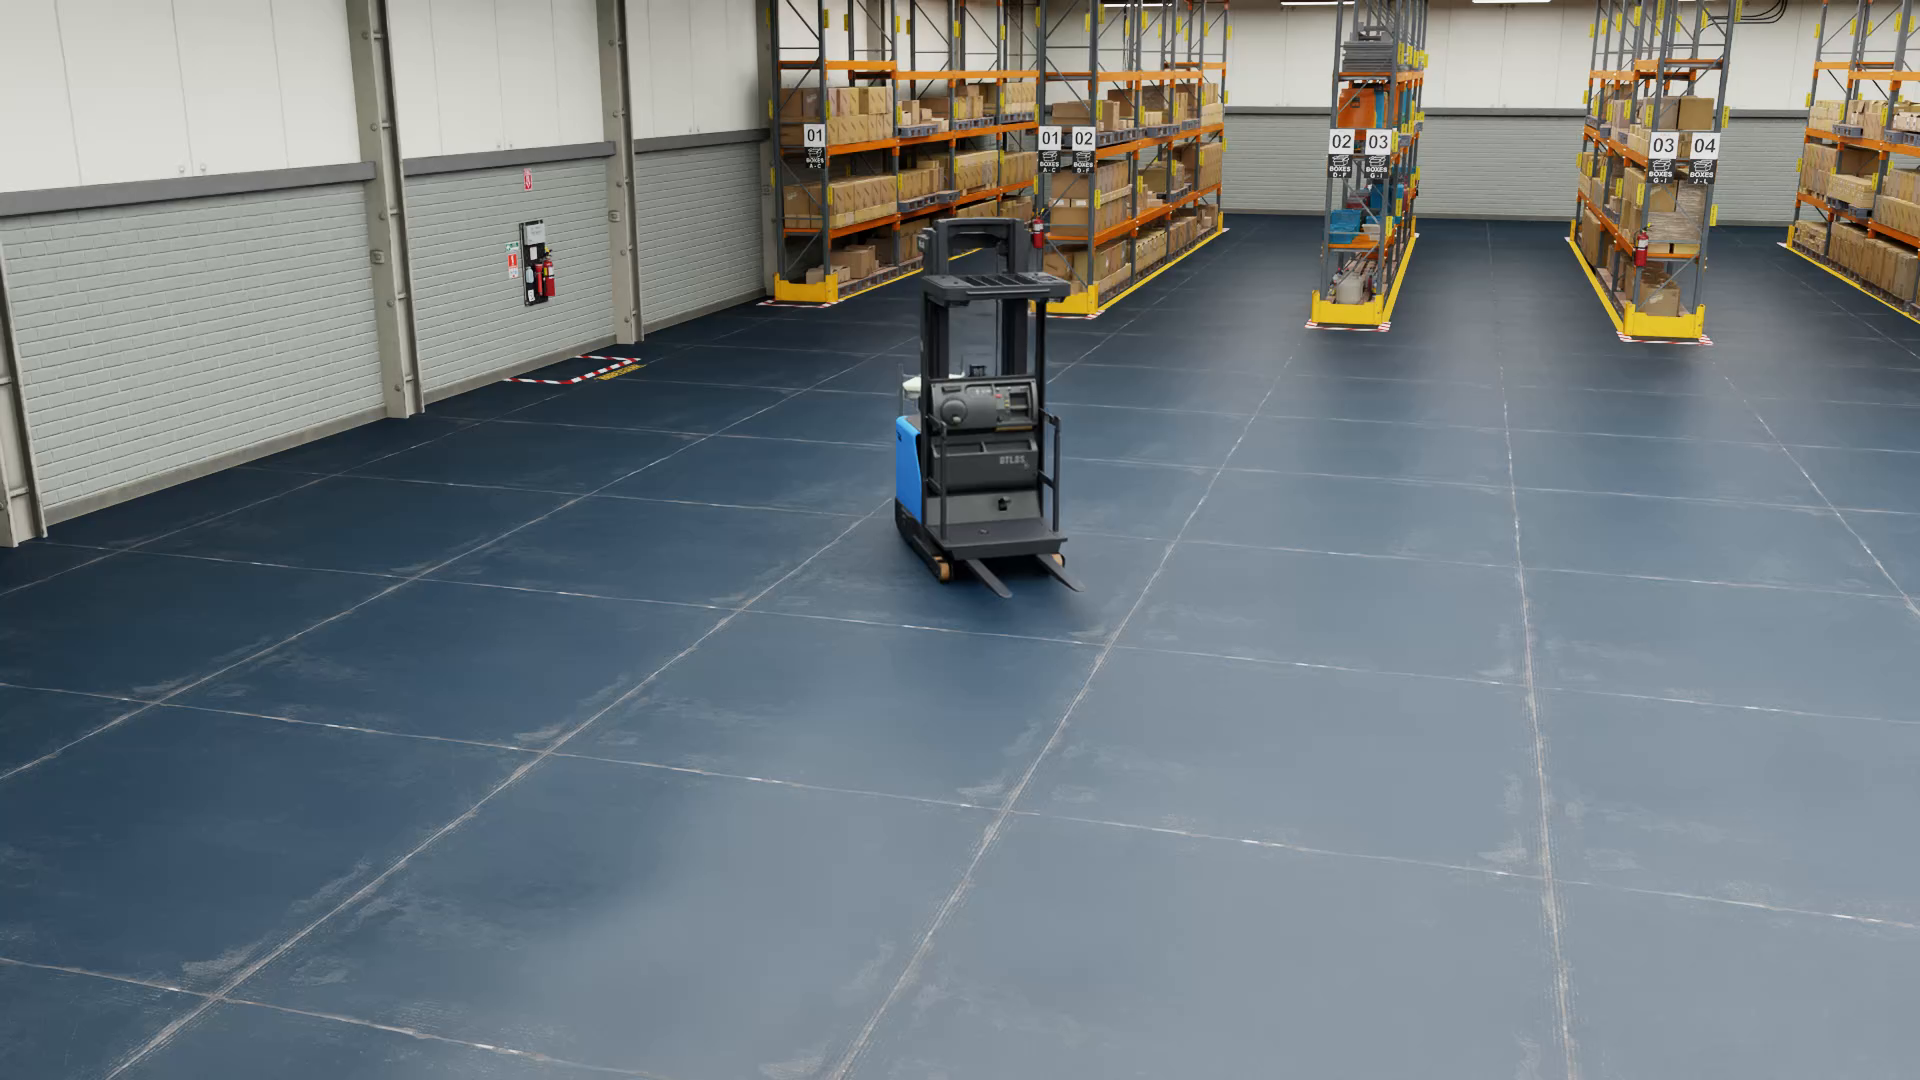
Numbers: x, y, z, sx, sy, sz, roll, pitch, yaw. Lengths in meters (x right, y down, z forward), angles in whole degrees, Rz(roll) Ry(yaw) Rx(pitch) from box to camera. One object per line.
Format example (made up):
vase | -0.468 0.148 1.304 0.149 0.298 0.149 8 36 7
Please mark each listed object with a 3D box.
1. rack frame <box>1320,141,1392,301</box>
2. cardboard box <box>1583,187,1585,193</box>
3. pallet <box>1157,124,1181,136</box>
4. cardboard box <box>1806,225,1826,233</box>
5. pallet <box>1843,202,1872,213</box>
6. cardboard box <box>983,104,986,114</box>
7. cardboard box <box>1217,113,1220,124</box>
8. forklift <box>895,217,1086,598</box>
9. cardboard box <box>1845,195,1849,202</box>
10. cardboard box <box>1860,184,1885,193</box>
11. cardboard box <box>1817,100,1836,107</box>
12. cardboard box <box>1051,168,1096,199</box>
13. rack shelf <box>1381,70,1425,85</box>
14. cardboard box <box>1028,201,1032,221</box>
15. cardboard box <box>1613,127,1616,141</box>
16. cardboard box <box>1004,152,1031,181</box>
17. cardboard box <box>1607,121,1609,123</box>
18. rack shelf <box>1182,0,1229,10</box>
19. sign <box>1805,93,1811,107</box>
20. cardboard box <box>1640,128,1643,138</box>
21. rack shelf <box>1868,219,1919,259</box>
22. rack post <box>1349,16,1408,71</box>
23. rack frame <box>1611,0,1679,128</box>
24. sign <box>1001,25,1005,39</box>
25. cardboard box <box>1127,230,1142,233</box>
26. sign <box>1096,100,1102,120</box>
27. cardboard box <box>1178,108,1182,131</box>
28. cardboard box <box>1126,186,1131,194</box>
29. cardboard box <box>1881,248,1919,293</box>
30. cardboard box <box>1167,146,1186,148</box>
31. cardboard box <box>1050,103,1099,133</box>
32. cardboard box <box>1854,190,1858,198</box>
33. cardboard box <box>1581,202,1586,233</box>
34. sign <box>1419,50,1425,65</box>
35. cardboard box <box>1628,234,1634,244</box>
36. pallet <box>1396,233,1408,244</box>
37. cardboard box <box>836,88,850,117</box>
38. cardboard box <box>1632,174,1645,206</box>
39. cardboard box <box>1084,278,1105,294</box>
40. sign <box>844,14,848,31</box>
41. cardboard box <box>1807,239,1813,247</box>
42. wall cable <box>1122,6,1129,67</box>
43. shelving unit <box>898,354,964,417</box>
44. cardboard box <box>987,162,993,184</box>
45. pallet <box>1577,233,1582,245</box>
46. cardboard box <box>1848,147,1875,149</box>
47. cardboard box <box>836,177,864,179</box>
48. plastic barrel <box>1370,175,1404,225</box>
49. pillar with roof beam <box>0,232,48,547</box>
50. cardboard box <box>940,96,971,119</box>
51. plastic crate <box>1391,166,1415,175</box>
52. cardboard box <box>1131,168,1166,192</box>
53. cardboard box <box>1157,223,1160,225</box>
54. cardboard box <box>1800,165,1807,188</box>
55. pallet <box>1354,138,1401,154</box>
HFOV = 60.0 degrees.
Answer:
rack frame | 6.607 -5.131 27.844 1.000 3.000 0.127 5 16 16
cardboard box | 14.977 -8.274 39.383 0.380 0.149 0.250 5 17 17
pallet | 4.025 -8.777 35.547 1.213 0.211 1.003 5 17 18
cardboard box | 19.800 -7.182 38.439 0.380 0.149 0.250 5 17 17
pallet | 18.879 -6.858 34.283 1.003 0.211 1.213 5 16 16
cardboard box | 0.488 -10.857 41.856 0.500 0.250 0.500 5 17 16
cardboard box | 6.360 -10.788 42.567 0.500 0.250 0.500 5 16 16
forklift | 0.267 -1.174 14.017 1.130 2.935 3.031 -4 16 -15
cardboard box | 18.425 -7.010 34.159 0.380 0.149 0.250 5 17 18
cardboard box | 18.056 -6.960 32.893 0.380 0.149 0.250 4 16 14
cardboard box | 20.012 -10.064 38.366 0.380 0.149 0.250 5 17 17
cardboard box | 2.019 -6.324 29.487 0.700 0.500 0.500 5 16 16
rack shelf | 10.585 -11.142 40.091 1.077 0.370 4.000 5 16 16
cardboard box | 1.552 -8.894 44.921 0.700 0.500 0.500 5 16 16
cardboard box | 13.105 -7.974 32.643 0.500 0.250 0.500 5 17 17
cardboard box | 1.324 -9.904 44.122 0.980 0.700 0.700 4 16 15
cardboard box | 14.368 -9.209 36.116 0.500 0.311 0.500 4 16 14
rack shelf | 5.837 -13.318 40.941 1.077 0.370 4.000 5 16 16
sign | 20.109 -10.428 39.418 0.100 0.325 0.005 5 16 16
cardboard box | 11.512 -6.747 27.586 0.380 0.149 0.250 4 16 13
rack shelf | 17.788 -5.560 30.673 1.077 0.370 4.000 5 16 16
rack post | 8.221 -9.682 32.527 1.013 1.000 3.121 5 16 16
rack frame | 13.629 -9.726 33.050 1.000 3.000 0.127 5 16 16
sign | 1.042 -12.374 40.527 0.100 0.325 0.005 5 16 16
cardboard box | 3.702 -6.644 36.419 0.500 0.311 0.500 5 17 18
sign | 2.389 -7.373 28.505 0.100 0.325 0.005 5 16 16
cardboard box | 4.517 -9.487 37.519 0.910 0.500 0.500 5 16 16
cardboard box | 3.124 -6.835 32.479 0.380 0.149 0.250 5 16 16
cardboard box | 17.587 -4.924 30.465 1.050 0.750 0.750 5 16 16
cardboard box | 5.308 -9.472 41.130 0.500 0.500 0.500 4 16 15
cardboard box | 2.026 -7.428 29.231 0.797 0.503 0.637 6 17 20
cardboard box | 18.206 -6.957 33.426 0.380 0.149 0.250 5 17 17
cardboard box | 15.797 -7.939 40.868 0.875 0.875 0.875 5 16 16
sign | 10.544 -11.013 37.970 0.100 0.325 0.005 5 16 16
cardboard box | 11.564 -5.117 28.256 0.380 0.149 0.250 5 16 16
pallet | 10.534 -7.445 41.111 1.003 0.211 1.213 5 16 16
cardboard box | -2.358 -8.091 30.728 0.500 0.500 0.500 4 16 15
cardboard box | 11.556 -5.844 27.797 0.500 0.500 0.500 5 16 16
cardboard box | 2.363 -4.650 30.415 0.500 0.250 0.500 5 16 16
sign | -2.289 -10.399 33.421 0.100 0.325 0.005 5 16 16
cardboard box | 19.747 -6.835 38.304 0.380 0.149 0.250 5 16 16
wall cable | 6.199 -15.150 48.606 3.097 2.526 0.112 5 16 16
shelving unit | -0.268 -1.000 16.027 0.431 1.500 0.755 5 17 17
cardboard box | 0.494 -8.965 40.596 0.500 0.500 0.500 5 17 16
pallet | 15.750 -7.376 40.869 1.003 0.211 1.213 5 16 16
cardboard box | 20.160 -8.513 37.207 0.500 0.500 0.500 5 17 17
cardboard box | -2.239 -7.002 33.305 0.500 0.500 0.500 5 16 16
plastic barrel | 8.144 -6.496 31.738 0.600 0.901 0.708 5 16 16
pillar with roof beam | -4.510 -3.993 12.836 9.100 9.000 0.400 5 16 16
cardboard box | -0.137 -10.243 39.381 0.700 0.500 0.500 5 16 16
plastic crate | 11.238 -9.261 42.229 0.616 0.435 0.499 5 16 16
cardboard box | 4.203 -8.033 37.121 0.700 0.500 0.500 -1 16 -3
cardboard box | 4.320 -7.017 38.266 0.500 0.500 0.500 4 16 14
cardboard box | 20.237 -8.617 39.406 0.500 0.500 0.500 5 17 19
pallet | 6.936 -6.692 28.197 1.003 0.211 1.213 5 16 16
